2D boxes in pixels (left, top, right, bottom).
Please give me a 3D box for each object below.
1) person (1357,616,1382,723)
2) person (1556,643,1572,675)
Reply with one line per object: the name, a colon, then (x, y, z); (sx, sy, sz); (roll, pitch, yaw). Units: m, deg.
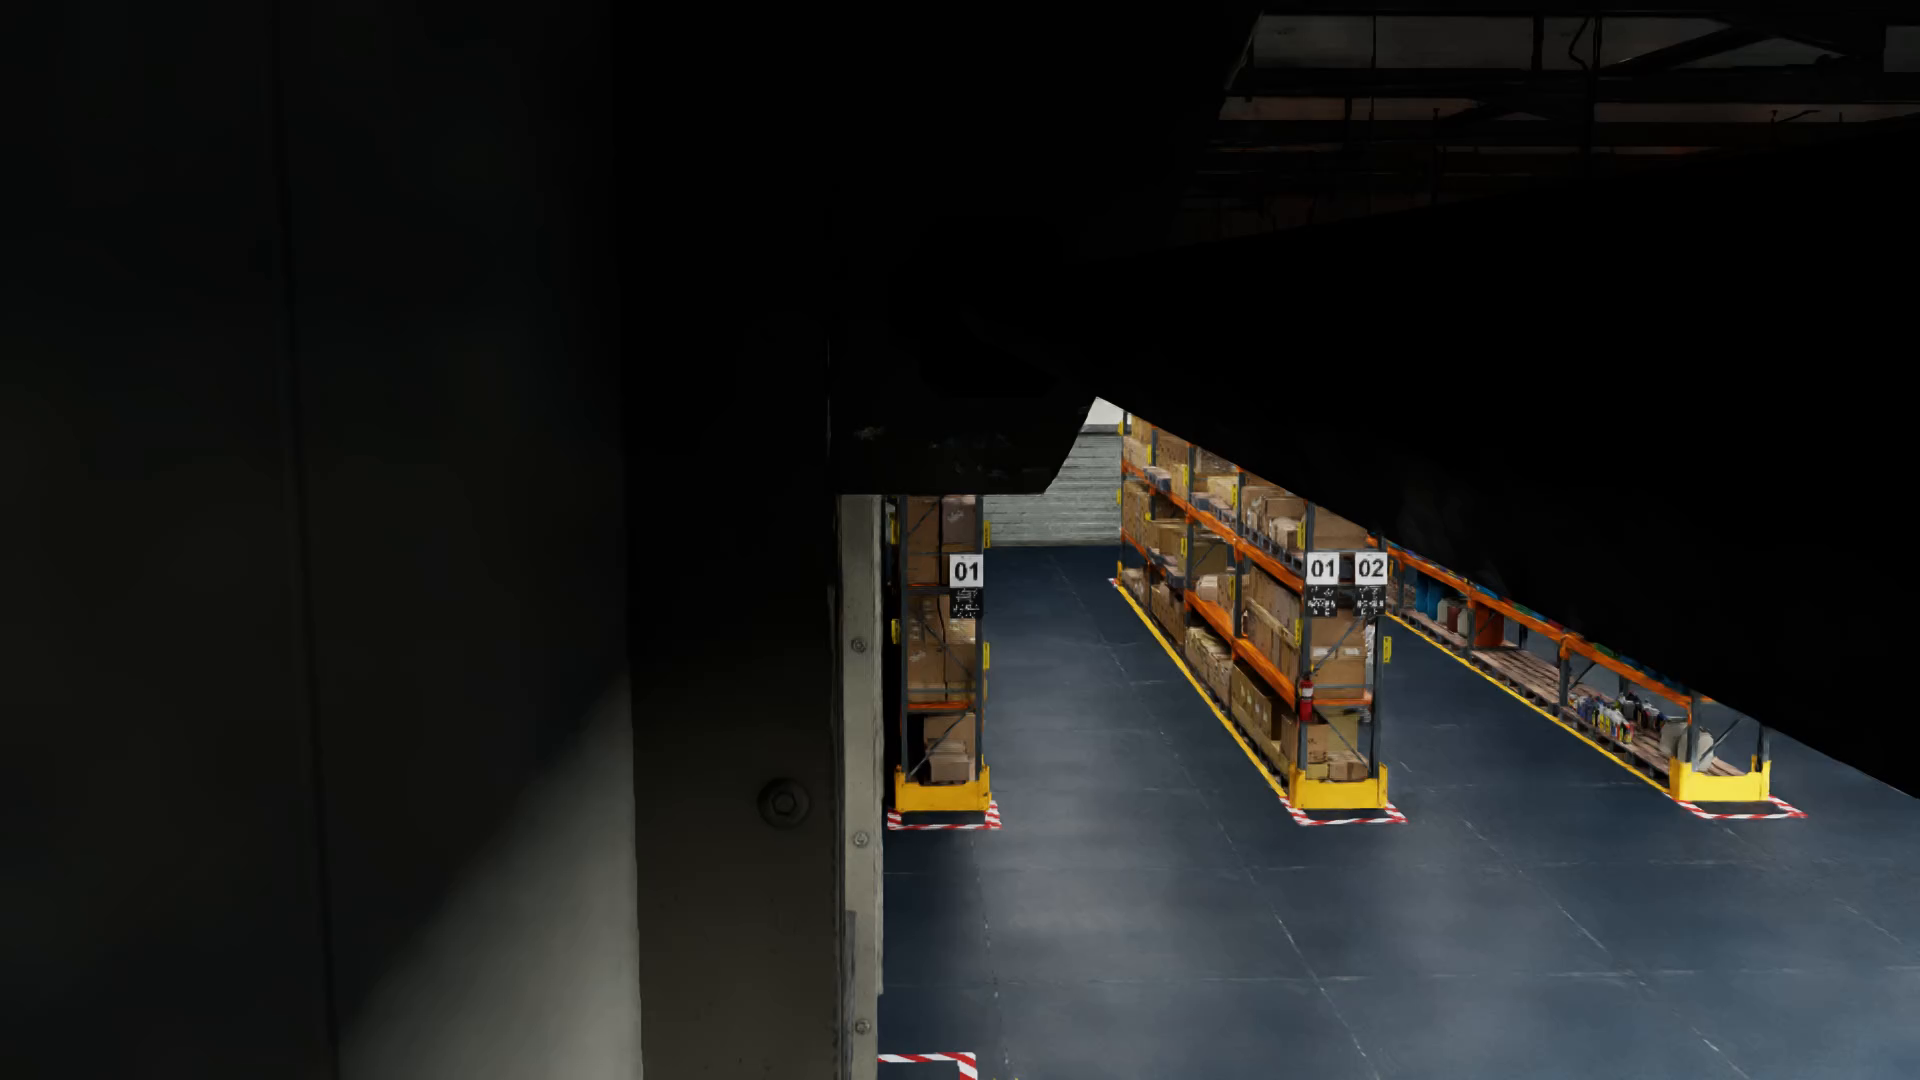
person: (6.104, 1.855, 24.720); (0.433, 1.684, 0.552); (-4, 10, -28)
person: (10.137, 1.381, 27.748); (0.384, 1.725, 0.662); (1, 8, 5)
